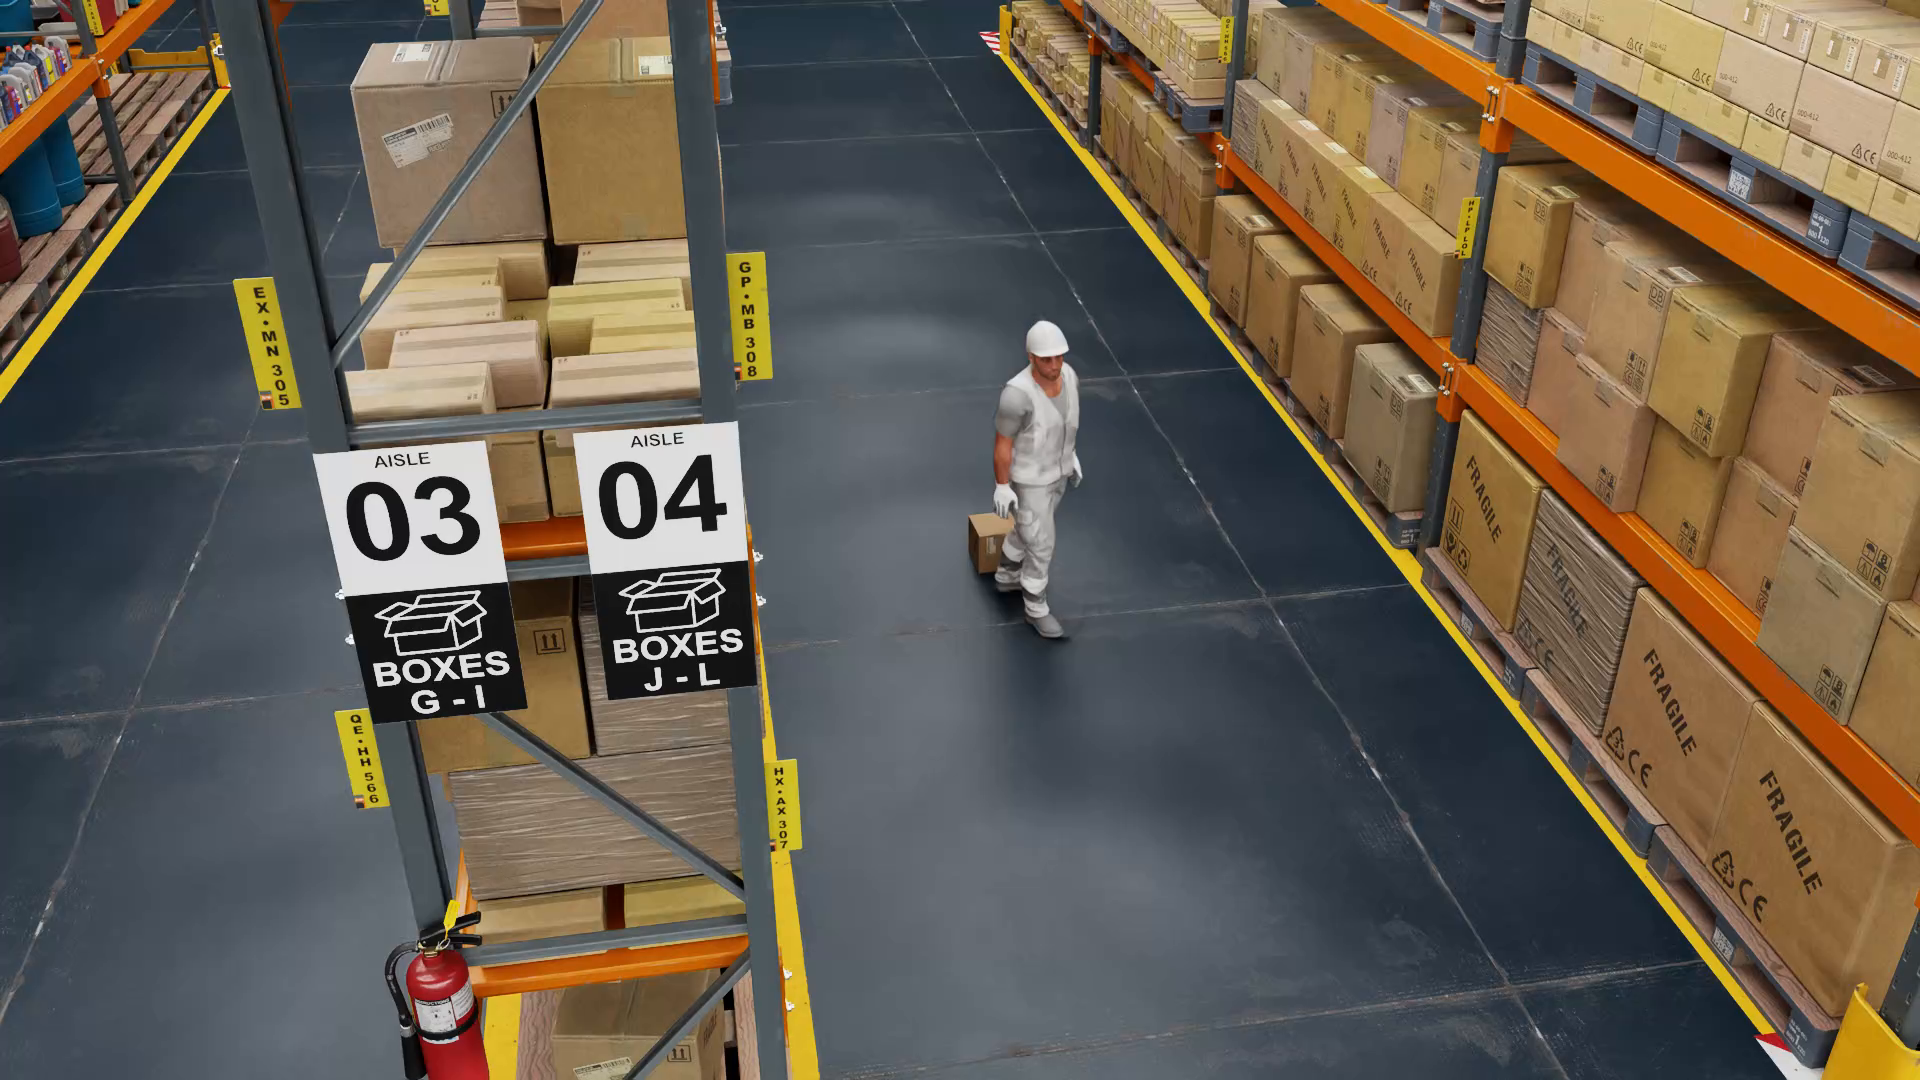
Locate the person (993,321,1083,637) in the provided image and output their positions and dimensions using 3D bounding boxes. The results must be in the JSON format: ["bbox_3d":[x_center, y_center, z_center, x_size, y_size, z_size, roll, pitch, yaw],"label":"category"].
[{"bbox_3d":[0.386,-0.357,8.732,0.596,1.779,0.575,24,38,35],"label":"person"}]
